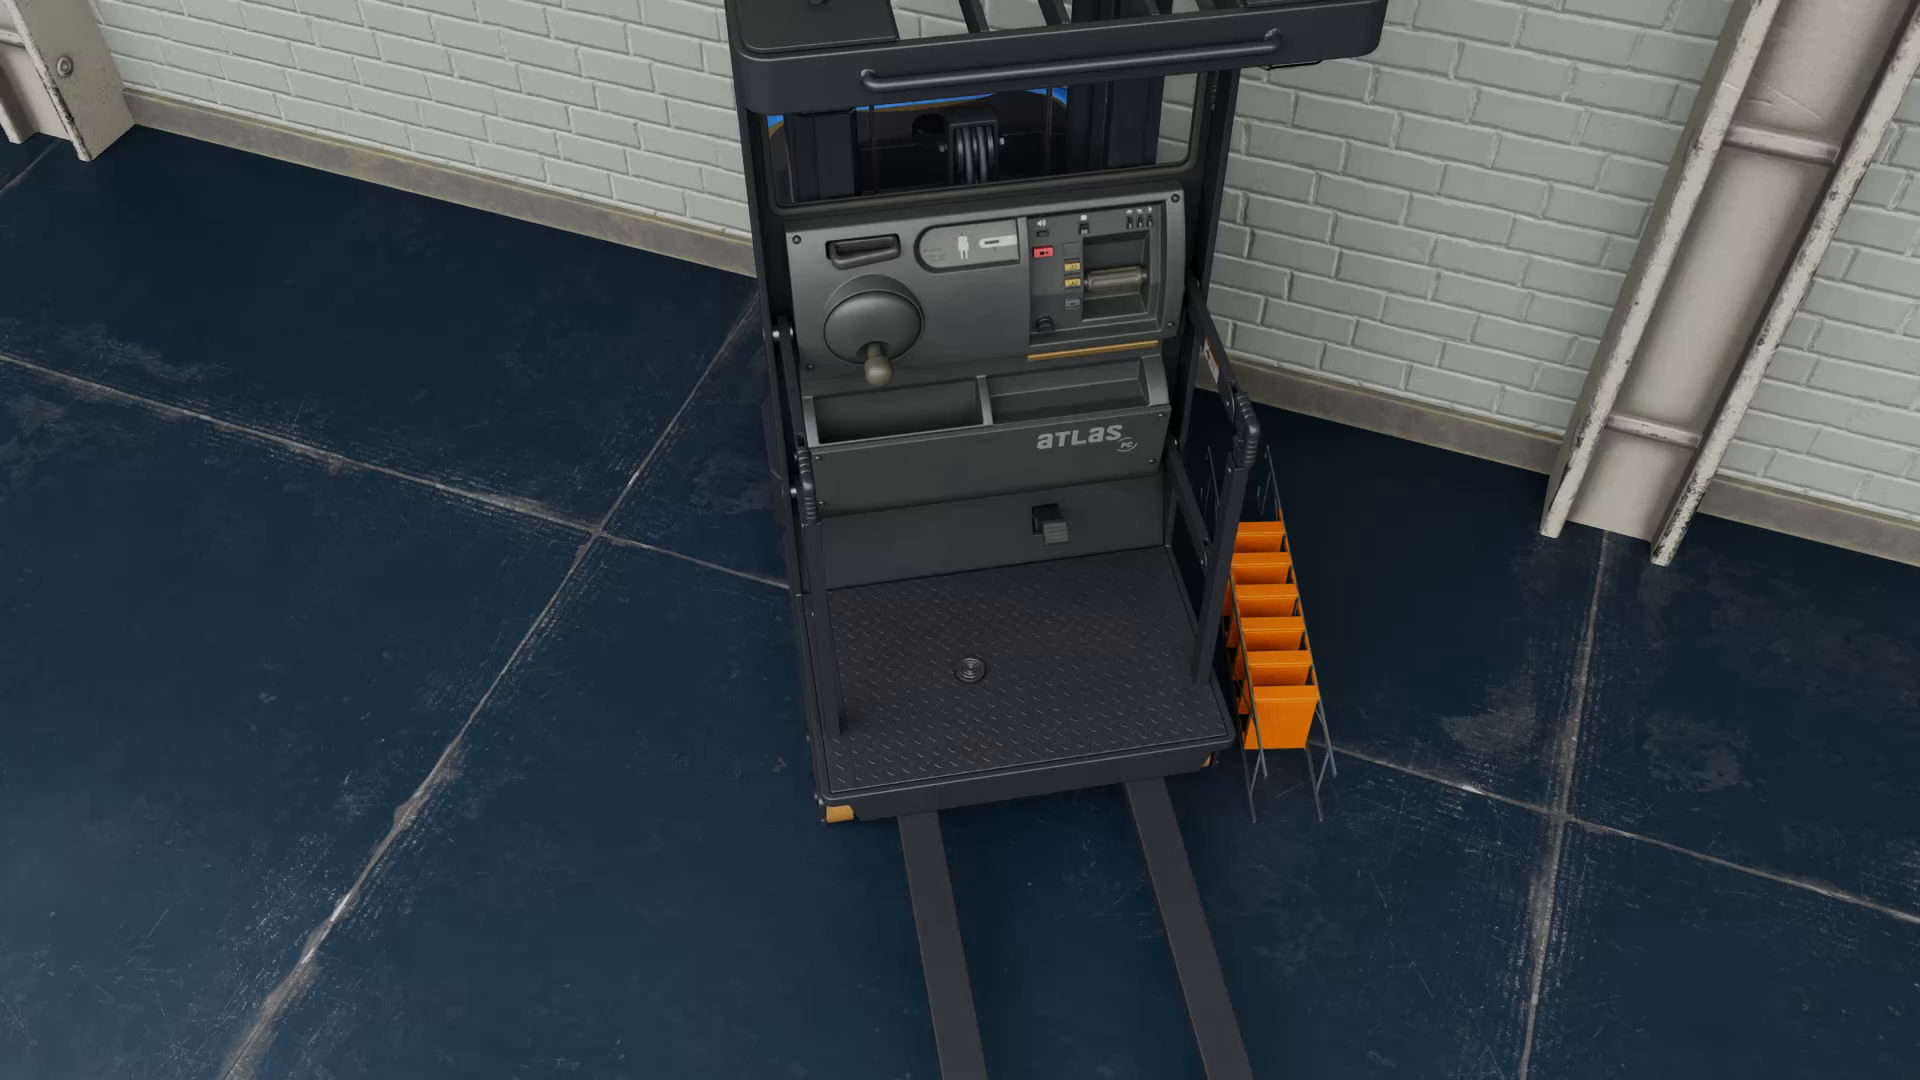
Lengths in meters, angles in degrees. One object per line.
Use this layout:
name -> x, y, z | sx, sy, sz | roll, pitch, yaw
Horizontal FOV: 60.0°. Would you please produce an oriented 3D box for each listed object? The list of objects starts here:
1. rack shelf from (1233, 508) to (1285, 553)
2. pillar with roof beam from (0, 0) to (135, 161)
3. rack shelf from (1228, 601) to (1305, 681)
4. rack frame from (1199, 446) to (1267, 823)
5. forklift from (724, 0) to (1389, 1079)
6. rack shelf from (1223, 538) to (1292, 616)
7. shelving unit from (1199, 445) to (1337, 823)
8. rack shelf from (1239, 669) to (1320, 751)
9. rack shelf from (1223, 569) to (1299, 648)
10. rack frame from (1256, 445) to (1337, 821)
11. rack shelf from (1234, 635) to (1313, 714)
rack shelf -> 0.870, 0.025, 5.034 | 0.180, 0.258, 0.103 | -1, 49, -1
pillar with roof beam -> -5.046, -1.544, 0.633 | 0.400, 9.000, 9.100 | 16, 51, 13
rack shelf -> 0.880, 0.297, 4.798 | 0.180, 0.258, 0.103 | -1, 49, -1
rack frame -> 0.786, 0.242, 4.846 | 0.006, 0.240, 1.200 | -1, 49, -1
forklift -> 0.108, -0.491, 3.736 | 1.130, 2.935, 3.031 | -7, 50, -6
rack shelf -> 0.873, 0.115, 4.955 | 0.180, 0.258, 0.103 | -1, 49, -1
shelving unit -> 0.878, 0.240, 4.848 | 0.189, 0.258, 1.200 | -1, 49, -1
rack shelf -> 0.887, 0.478, 4.641 | 0.180, 0.258, 0.103 | -1, 49, -1
rack shelf -> 0.877, 0.206, 4.877 | 0.180, 0.258, 0.103 | -1, 49, -1
rack frame -> 0.969, 0.238, 4.849 | 0.006, 0.240, 1.200 | -1, 49, -1
rack shelf -> 0.884, 0.387, 4.720 | 0.180, 0.258, 0.103 | -1, 49, -1
